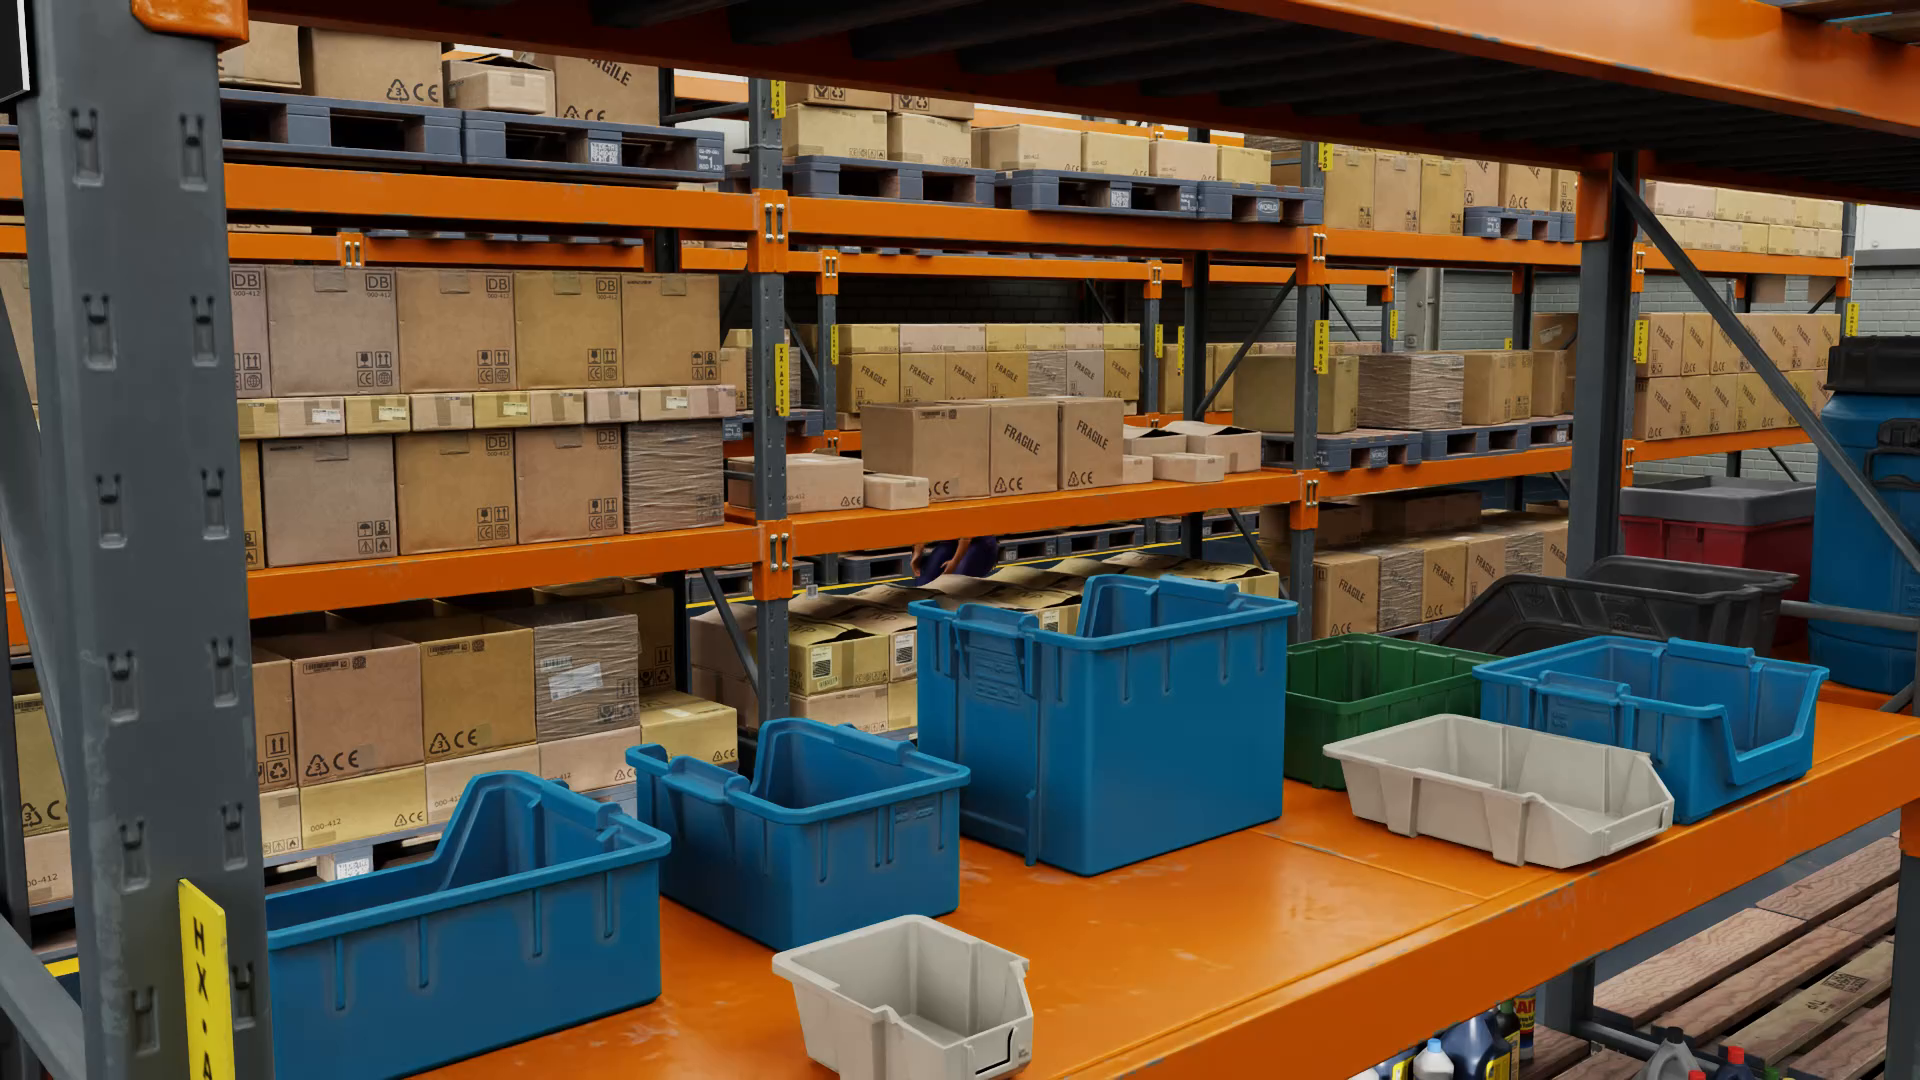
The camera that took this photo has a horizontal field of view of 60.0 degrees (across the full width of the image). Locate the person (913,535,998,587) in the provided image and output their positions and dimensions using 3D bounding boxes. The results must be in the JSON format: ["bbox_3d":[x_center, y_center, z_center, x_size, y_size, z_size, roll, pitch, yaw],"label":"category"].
[{"bbox_3d":[-0.001,0.342,11.124,0.498,0.909,0.486,-7,10,-41],"label":"person"}]
